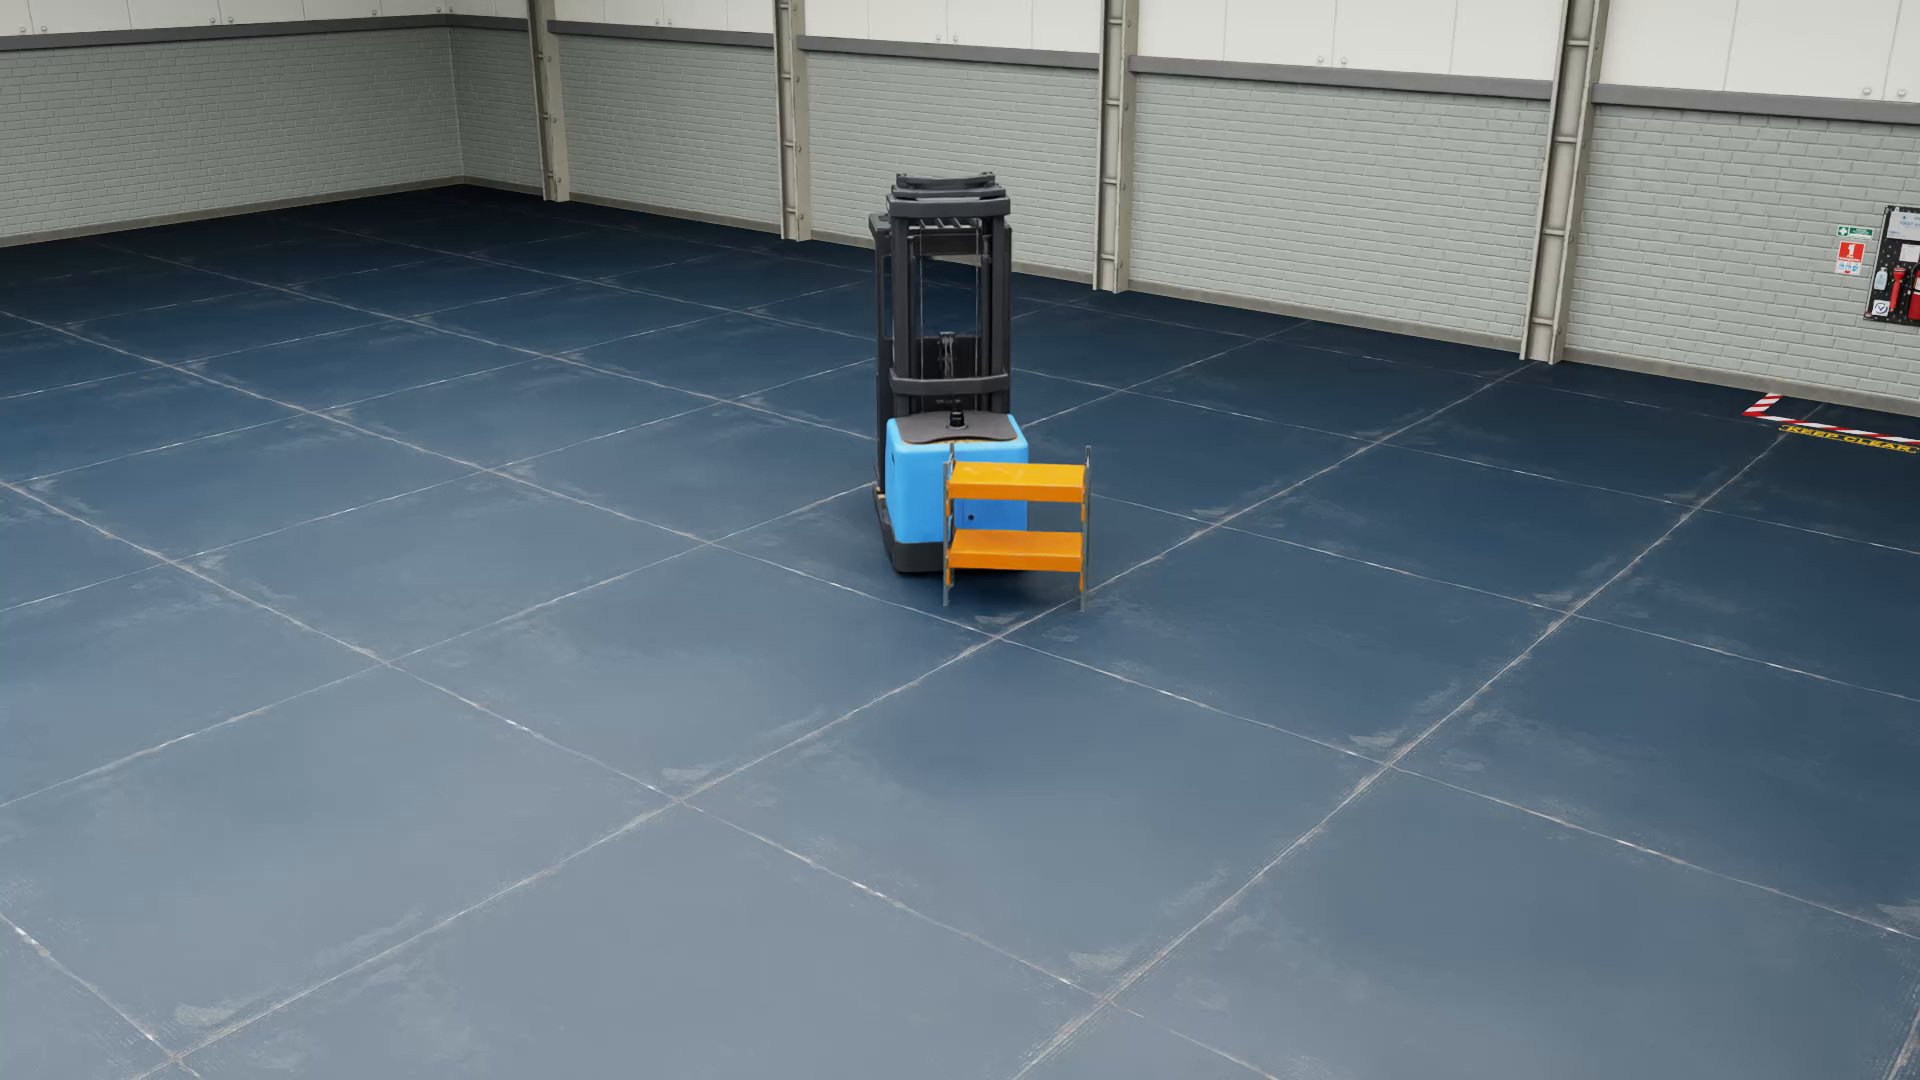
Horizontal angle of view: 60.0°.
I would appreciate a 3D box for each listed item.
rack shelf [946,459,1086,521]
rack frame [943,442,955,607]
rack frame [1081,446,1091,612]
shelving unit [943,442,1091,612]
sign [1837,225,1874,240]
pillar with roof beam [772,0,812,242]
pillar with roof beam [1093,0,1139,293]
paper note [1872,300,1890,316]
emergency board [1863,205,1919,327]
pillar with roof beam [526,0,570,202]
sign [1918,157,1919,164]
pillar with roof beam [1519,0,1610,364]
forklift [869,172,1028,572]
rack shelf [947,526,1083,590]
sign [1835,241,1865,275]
[{"bbox_3d":[0.425,-0.373,12.233,1.000,0.278,0.538,2,21,5],"label":"rack shelf"},{"bbox_3d":[-0.081,-0.116,12.382,0.032,1.125,0.500,2,21,5],"label":"rack frame"},{"bbox_3d":[0.931,-0.081,12.290,0.032,1.125,0.500,2,21,5],"label":"rack frame"},{"bbox_3d":[0.425,-0.099,12.336,1.048,1.125,0.538,2,21,5],"label":"shelving unit"},{"bbox_3d":[9.105,-3.129,16.913,0.331,0.109,0.001,16,26,36],"label":"sign"},{"bbox_3d":[-5.306,-7.801,21.600,0.400,9.000,9.100,16,26,36],"label":"pillar with roof beam"},{"bbox_3d":[-0.658,-6.462,18.050,0.400,9.000,9.100,16,26,36],"label":"pillar with roof beam"},{"bbox_3d":[9.377,-2.362,16.930,0.142,0.148,0.016,16,26,36],"label":"paper note"},{"bbox_3d":[9.470,-2.716,16.620,0.643,1.169,0.194,16,26,36],"label":"emergency board"},{"bbox_3d":[-9.955,-9.139,25.150,0.400,9.000,9.100,16,26,36],"label":"pillar with roof beam"},{"bbox_3d":[9.527,-3.830,16.288,0.199,0.298,0.001,16,26,36],"label":"sign"},{"bbox_3d":[3.990,-5.123,14.501,0.400,9.000,9.100,16,26,36],"label":"pillar with roof beam"},{"bbox_3d":[-0.163,-1.603,13.765,1.130,2.935,3.031,-3,21,-7],"label":"forklift"},{"bbox_3d":[0.425,0.130,12.422,1.000,0.278,0.538,2,21,5],"label":"rack shelf"},{"bbox_3d":[9.107,-2.884,17.015,0.234,0.329,0.001,16,26,36],"label":"sign"}]
